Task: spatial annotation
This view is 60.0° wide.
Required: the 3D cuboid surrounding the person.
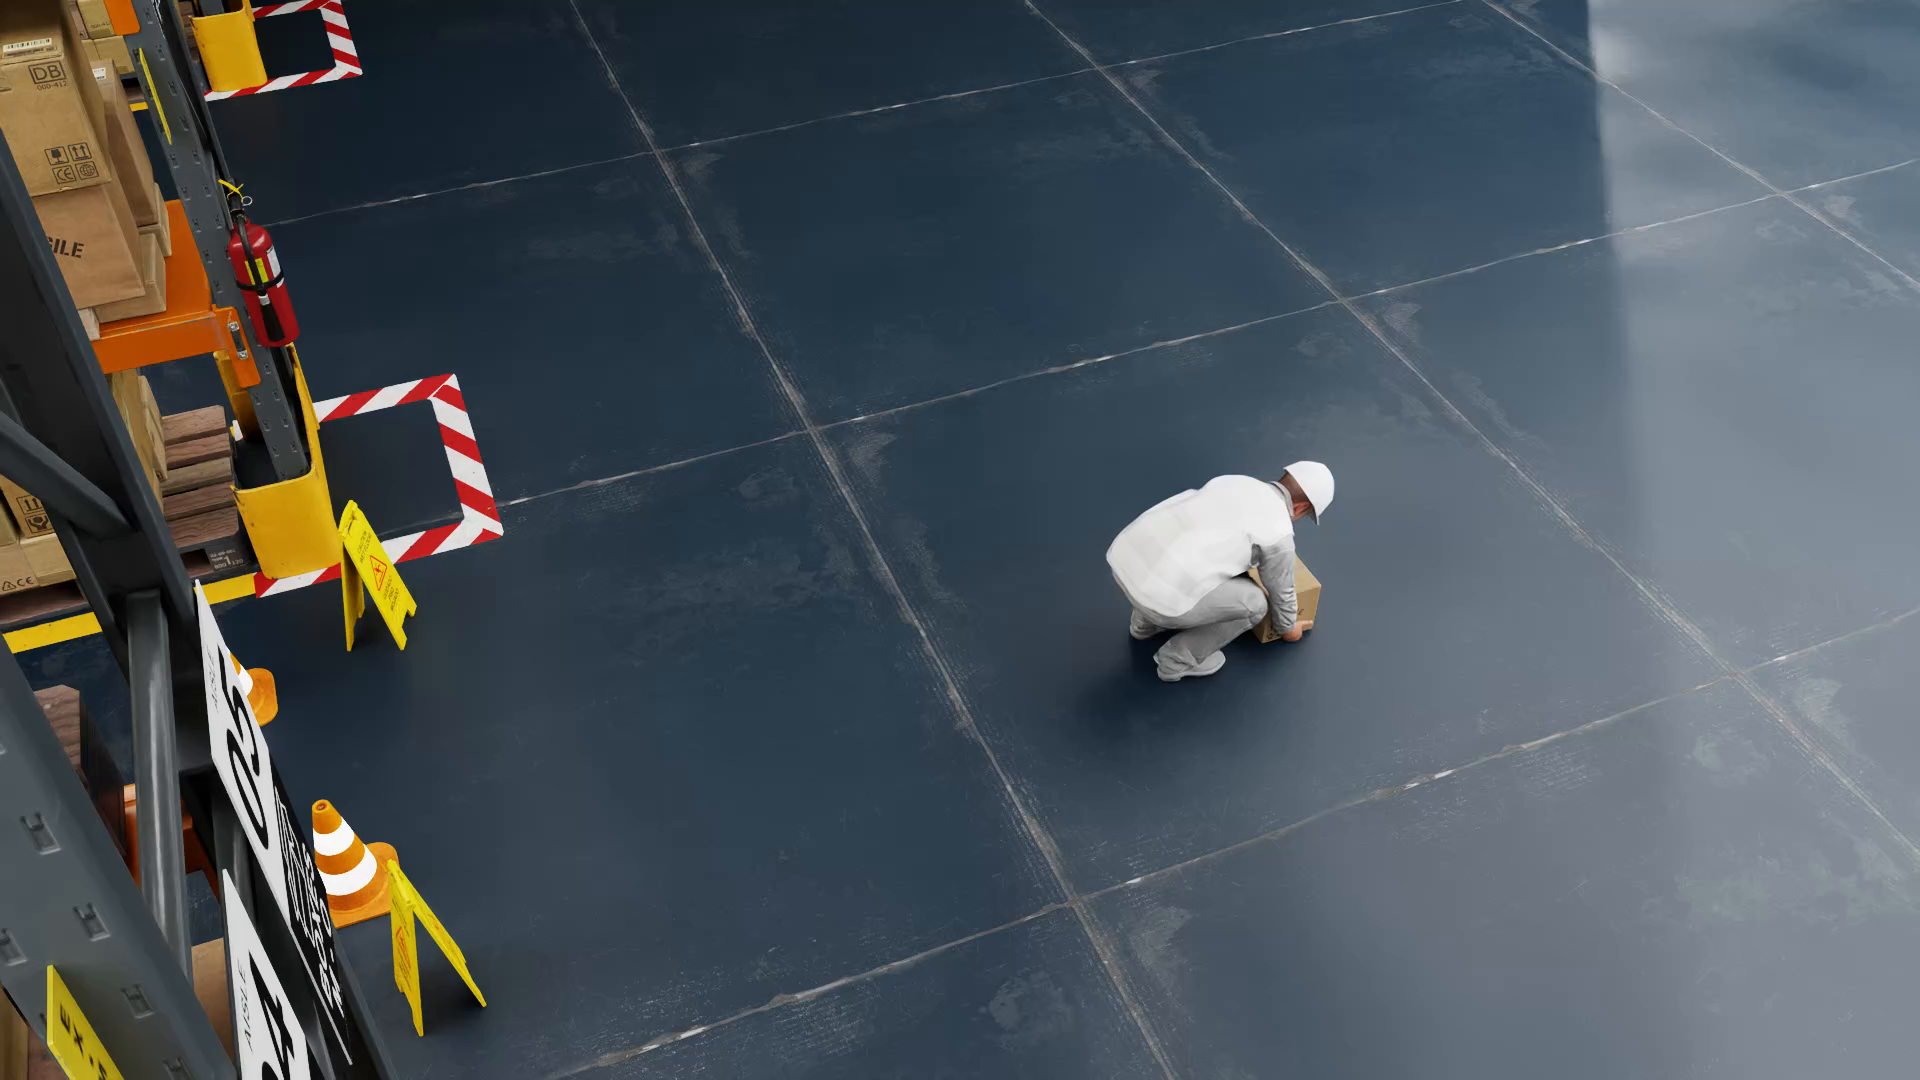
[{"bbox_3d":[1.070,0.118,6.782,0.986,0.790,0.508,-16,44,-18],"label":"person"}]
